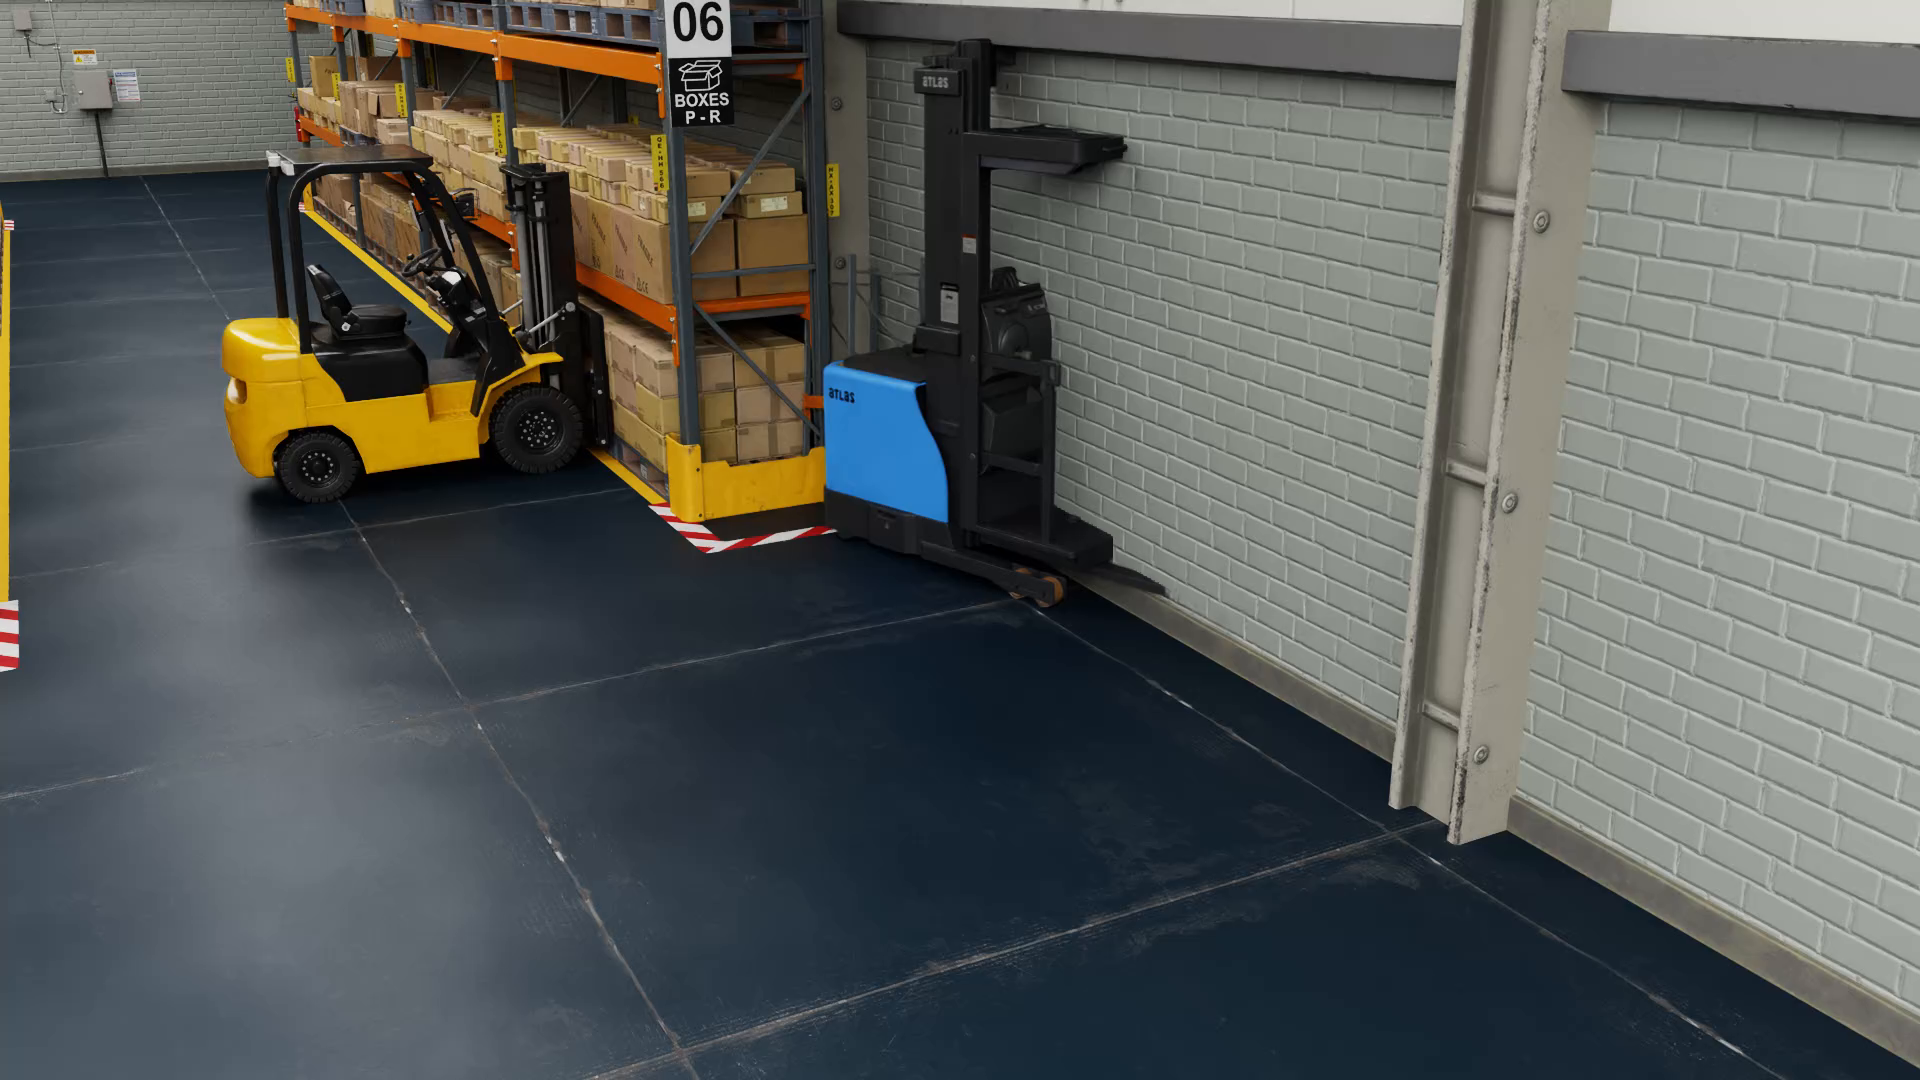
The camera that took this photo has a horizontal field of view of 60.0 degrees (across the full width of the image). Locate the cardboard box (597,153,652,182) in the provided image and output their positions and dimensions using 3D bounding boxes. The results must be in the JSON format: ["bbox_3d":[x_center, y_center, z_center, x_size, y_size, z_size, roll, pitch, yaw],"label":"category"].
[{"bbox_3d":[-2.221,-2.509,11.200,0.380,0.149,0.250,-9,21,-25],"label":"cardboard box"}]

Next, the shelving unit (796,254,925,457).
[{"bbox_3d":[-0.627,-1.018,10.624,0.587,1.500,1.083,-1,5,-20],"label":"shelving unit"}]

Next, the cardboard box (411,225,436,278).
[{"bbox_3d":[-5.487,-3.068,17.613,0.500,0.500,0.500,-9,21,-25],"label":"cardboard box"}]

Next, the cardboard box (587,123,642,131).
[{"bbox_3d":[-2.780,-3.265,13.390,0.380,0.149,0.250,-10,21,-27],"label":"cardboard box"}]

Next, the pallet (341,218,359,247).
[{"bbox_3d":[-7.322,-3.991,21.373,1.003,0.211,1.213,-10,21,-27],"label":"pallet"}]

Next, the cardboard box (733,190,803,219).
[{"bbox_3d":[-1.231,-2.158,10.639,0.380,0.149,0.250,-11,22,-28],"label":"cardboard box"}]

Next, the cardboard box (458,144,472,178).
[{"bbox_3d":[-4.144,-3.376,14.780,0.500,0.250,0.500,-10,21,-26],"label":"cardboard box"}]

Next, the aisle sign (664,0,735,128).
[{"bbox_3d":[-1.526,-2.831,9.752,0.394,0.787,0.004,-10,21,-27],"label":"aisle sign"}]

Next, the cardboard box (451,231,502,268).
[{"bbox_3d":[-4.496,-2.672,16.272,0.875,0.625,0.625,-9,21,-25],"label":"cardboard box"}]

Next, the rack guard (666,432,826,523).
[{"bbox_3d":[-1.287,-0.478,10.751,1.175,0.500,0.348,-10,21,-27],"label":"rack guard"}]

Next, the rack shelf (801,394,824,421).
[{"bbox_3d":[-0.627,-0.838,10.630,0.538,0.185,1.000,-1,5,-20],"label":"rack shelf"}]

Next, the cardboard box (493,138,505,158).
[{"bbox_3d":[-3.694,-3.304,13.960,0.380,0.149,0.250,-10,22,-27],"label":"cardboard box"}]

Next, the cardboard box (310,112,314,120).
[{"bbox_3d":[-8.820,-5.938,23.127,0.380,0.149,0.250,-9,21,-25],"label":"cardboard box"}]

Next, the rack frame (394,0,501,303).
[{"bbox_3d":[-5.097,-3.963,17.018,1.000,3.000,0.127,-10,21,-27],"label":"rack frame"}]

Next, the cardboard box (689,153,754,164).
[{"bbox_3d":[-1.607,-2.518,11.226,0.380,0.149,0.250,-10,21,-26],"label":"cardboard box"}]

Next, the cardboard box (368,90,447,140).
[{"bbox_3d":[-6.035,-4.650,18.208,0.797,0.503,0.637,-11,22,-28],"label":"cardboard box"}]

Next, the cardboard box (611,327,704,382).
[{"bbox_3d":[-2.039,-1.268,11.245,0.500,0.250,0.500,-10,21,-26],"label":"cardboard box"}]

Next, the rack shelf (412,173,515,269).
[{"bbox_3d":[-4.148,-3.049,15.472,1.077,0.370,4.000,-10,21,-27],"label":"rack shelf"}]

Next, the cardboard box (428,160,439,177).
[{"bbox_3d":[-4.867,-3.582,16.143,0.500,0.250,0.500,-10,22,-28],"label":"cardboard box"}]

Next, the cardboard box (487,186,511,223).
[{"bbox_3d":[-3.667,-2.848,14.017,0.500,0.250,0.500,-9,21,-25],"label":"cardboard box"}]

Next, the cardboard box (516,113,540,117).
[{"bbox_3d":[-4.295,-4.054,16.133,0.380,0.149,0.250,-10,22,-28],"label":"cardboard box"}]

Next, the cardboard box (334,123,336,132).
[{"bbox_3d":[-7.759,-5.267,21.181,0.380,0.149,0.250,-9,21,-25],"label":"cardboard box"}]

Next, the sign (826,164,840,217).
[{"bbox_3d":[-0.807,-2.198,10.453,0.100,0.325,0.005,-10,21,-27],"label":"sign"}]

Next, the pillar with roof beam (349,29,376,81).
[{"bbox_3d":[-13.172,-9.342,23.410,9.100,9.000,0.400,-10,21,-27],"label":"pillar with roof beam"}]

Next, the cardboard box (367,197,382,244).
[{"bbox_3d":[-6.704,-3.803,19.743,0.500,0.500,0.500,-10,22,-27],"label":"cardboard box"}]

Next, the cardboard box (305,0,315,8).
[{"bbox_3d":[-8.184,-6.906,21.332,0.380,0.149,0.250,-10,21,-26],"label":"cardboard box"}]

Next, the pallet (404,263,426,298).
[{"bbox_3d":[-5.419,-2.865,18.111,1.003,0.211,1.213,-10,21,-27],"label":"pallet"}]

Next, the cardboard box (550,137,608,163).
[{"bbox_3d":[-2.796,-2.879,12.272,0.380,0.149,0.250,-10,22,-28],"label":"cardboard box"}]

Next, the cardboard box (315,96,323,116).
[{"bbox_3d":[-8.173,-5.724,21.896,0.500,0.250,0.500,-11,22,-28],"label":"cardboard box"}]

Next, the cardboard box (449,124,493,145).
[{"bbox_3d":[-4.382,-3.659,14.989,0.380,0.149,0.250,-11,22,-28],"label":"cardboard box"}]

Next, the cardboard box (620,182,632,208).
[{"bbox_3d":[-2.034,-2.302,11.057,0.380,0.149,0.250,-10,21,-27],"label":"cardboard box"}]

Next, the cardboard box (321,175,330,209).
[{"bbox_3d":[-8.317,-4.835,22.733,0.700,0.500,0.500,-9,21,-24],"label":"cardboard box"}]

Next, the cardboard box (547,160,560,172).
[{"bbox_3d":[-2.830,-2.734,12.309,0.380,0.149,0.250,-10,22,-27],"label":"cardboard box"}]

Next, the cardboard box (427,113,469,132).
[{"bbox_3d":[-4.933,-4.034,16.075,0.380,0.149,0.250,-9,21,-25],"label":"cardboard box"}]

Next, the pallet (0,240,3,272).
[{"bbox_3d":[-11.656,-3.254,19.237,1.003,0.211,1.213,-10,21,-27],"label":"pallet"}]

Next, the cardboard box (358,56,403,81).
[{"bbox_3d":[-7.470,-6.004,21.558,0.500,0.500,0.500,-11,22,-28],"label":"cardboard box"}]

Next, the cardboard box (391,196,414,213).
[{"bbox_3d":[-6.160,-3.774,18.665,0.380,0.149,0.250,-11,22,-29],"label":"cardboard box"}]

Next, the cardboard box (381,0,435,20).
[{"bbox_3d":[-5.555,-5.420,16.871,0.500,0.250,0.500,-11,22,-28],"label":"cardboard box"}]

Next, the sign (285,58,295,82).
[{"bbox_3d":[-9.374,-6.585,23.289,0.100,0.325,0.005,-10,21,-27],"label":"sign"}]

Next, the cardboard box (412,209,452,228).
[{"bbox_3d":[-5.555,-3.389,17.549,0.380,0.149,0.250,-11,22,-29],"label":"cardboard box"}]

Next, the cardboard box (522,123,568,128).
[{"bbox_3d":[-3.735,-3.677,15.042,0.380,0.149,0.250,-10,21,-27],"label":"cardboard box"}]

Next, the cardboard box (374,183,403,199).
[{"bbox_3d":[-6.729,-4.151,19.757,0.380,0.149,0.250,-11,22,-29],"label":"cardboard box"}]

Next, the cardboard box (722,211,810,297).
[{"bbox_3d":[-1.289,-1.899,10.883,0.500,0.500,0.500,-9,21,-25],"label":"cardboard box"}]

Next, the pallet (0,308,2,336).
[{"bbox_3d":[-9.772,-2.113,15.932,1.003,0.211,1.213,-10,21,-27],"label":"pallet"}]

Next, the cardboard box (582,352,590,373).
[{"bbox_3d":[-2.531,-1.328,12.186,0.500,0.250,0.500,-10,21,-27],"label":"cardboard box"}]

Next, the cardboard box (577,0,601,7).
[{"bbox_3d":[-2.121,-3.777,10.928,0.700,0.500,0.500,-10,21,-26],"label":"cardboard box"}]

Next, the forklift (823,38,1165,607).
[{"bbox_3d":[0.603,-1.213,9.152,3.031,2.935,1.130,16,25,39],"label":"forklift"}]

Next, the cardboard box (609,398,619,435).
[{"bbox_3d":[-2.257,-0.941,11.830,0.500,0.250,0.500,-10,21,-26],"label":"cardboard box"}]

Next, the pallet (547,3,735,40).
[{"bbox_3d":[-2.195,-3.600,11.504,1.003,0.211,1.213,-10,21,-27],"label":"pallet"}]

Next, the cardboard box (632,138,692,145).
[{"bbox_3d":[-2.201,-2.892,12.310,0.380,0.149,0.250,-10,22,-27],"label":"cardboard box"}]

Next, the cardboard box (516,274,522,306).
[{"bbox_3d":[-3.244,-1.999,13.364,0.500,0.250,0.500,-10,22,-27],"label":"cardboard box"}]

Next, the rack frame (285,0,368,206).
[{"bbox_3d":[-8.896,-6.260,23.674,1.000,3.000,0.127,-10,21,-27],"label":"rack frame"}]
